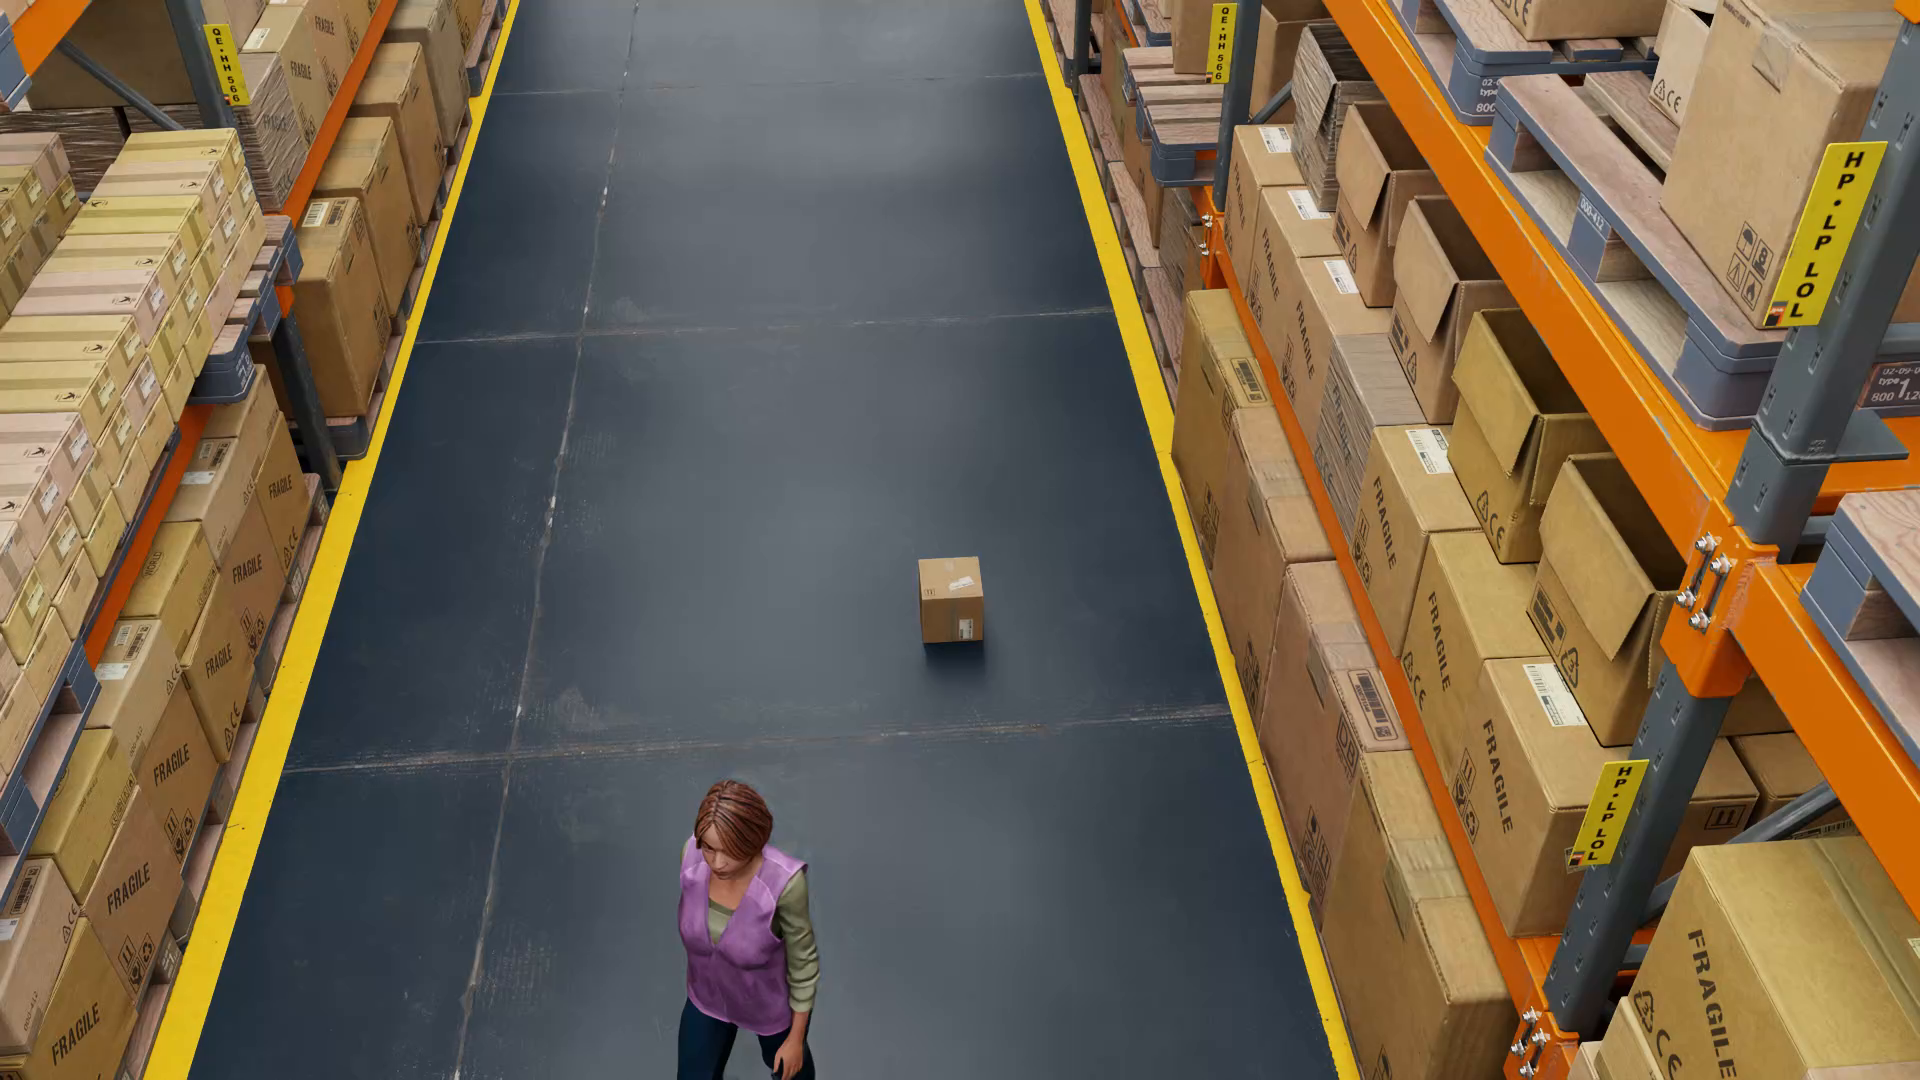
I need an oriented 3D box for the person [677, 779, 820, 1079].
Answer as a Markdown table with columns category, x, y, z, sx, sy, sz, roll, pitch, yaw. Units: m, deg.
| category | x | y | z | sx | sy | sz | roll | pitch | yaw |
| --- | --- | --- | --- | --- | --- | --- | --- | --- | --- |
| person | -0.581 | 1.289 | 4.628 | 0.454 | 1.633 | 0.519 | 12 | 41 | 14 |
